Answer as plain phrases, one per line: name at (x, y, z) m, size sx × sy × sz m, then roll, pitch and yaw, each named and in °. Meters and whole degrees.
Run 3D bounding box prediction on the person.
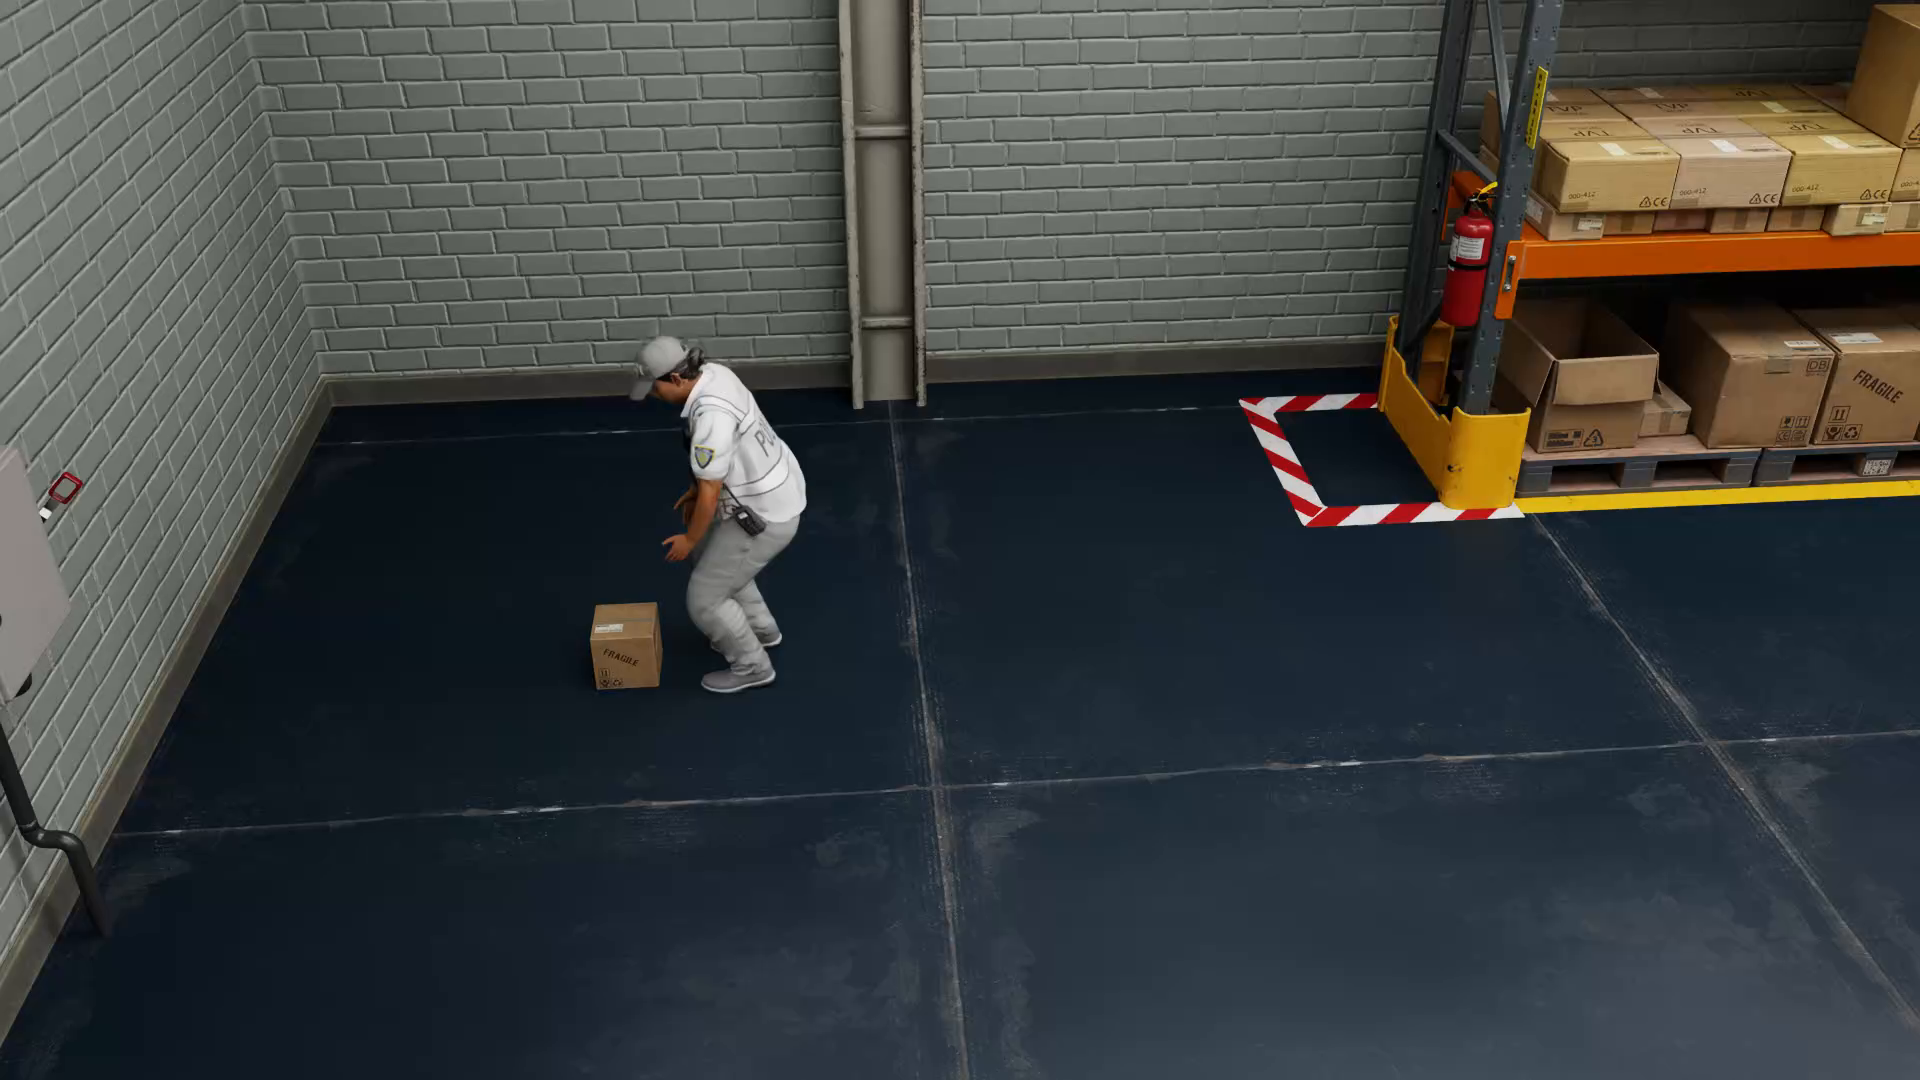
person at (-0.912, -0.104, 6.472) m, size 0.632 × 1.502 × 0.525 m, roll -2°, pitch 31°, yaw -4°
